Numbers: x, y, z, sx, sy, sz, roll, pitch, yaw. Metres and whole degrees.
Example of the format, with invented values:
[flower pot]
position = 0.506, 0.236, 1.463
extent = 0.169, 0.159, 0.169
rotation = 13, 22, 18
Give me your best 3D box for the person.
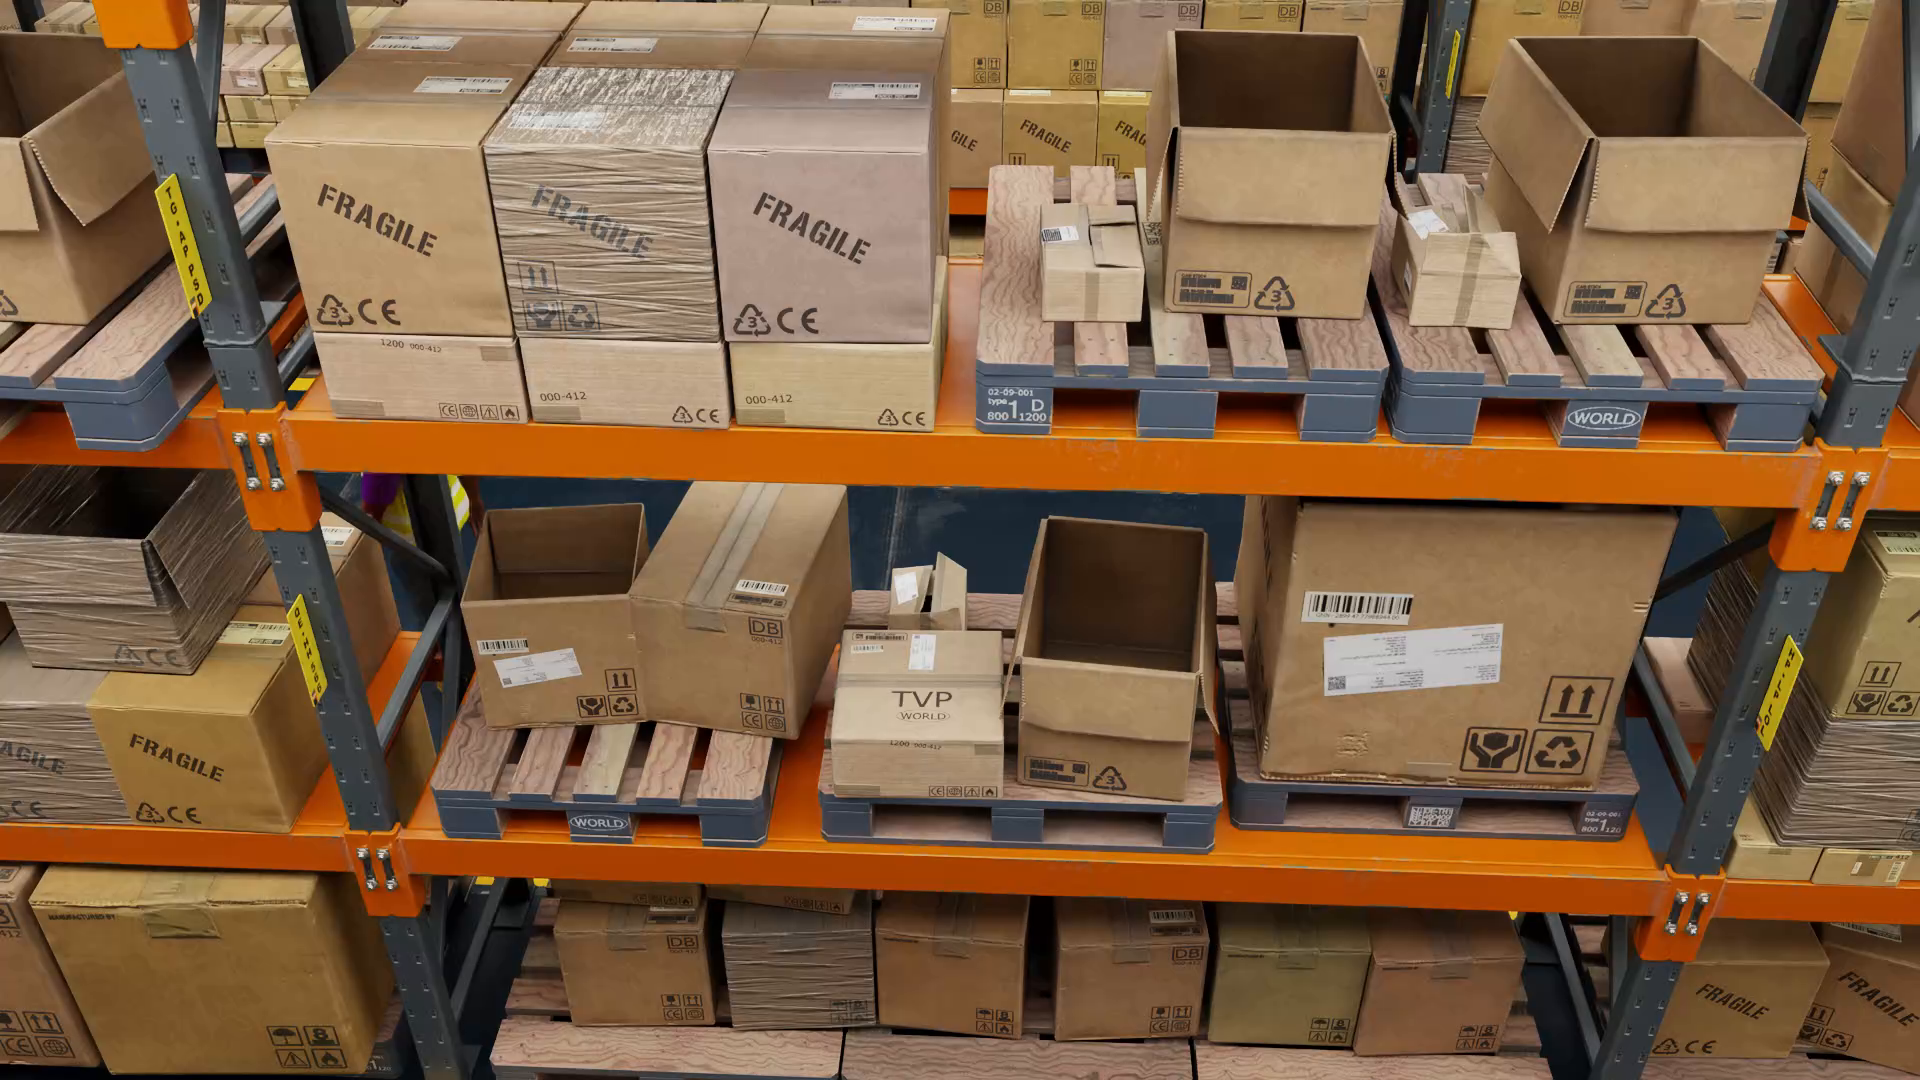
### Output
[person]
position = -2.330, -0.034, 7.172
extent = 0.580, 1.827, 0.581
rotation = 7, 36, 10
